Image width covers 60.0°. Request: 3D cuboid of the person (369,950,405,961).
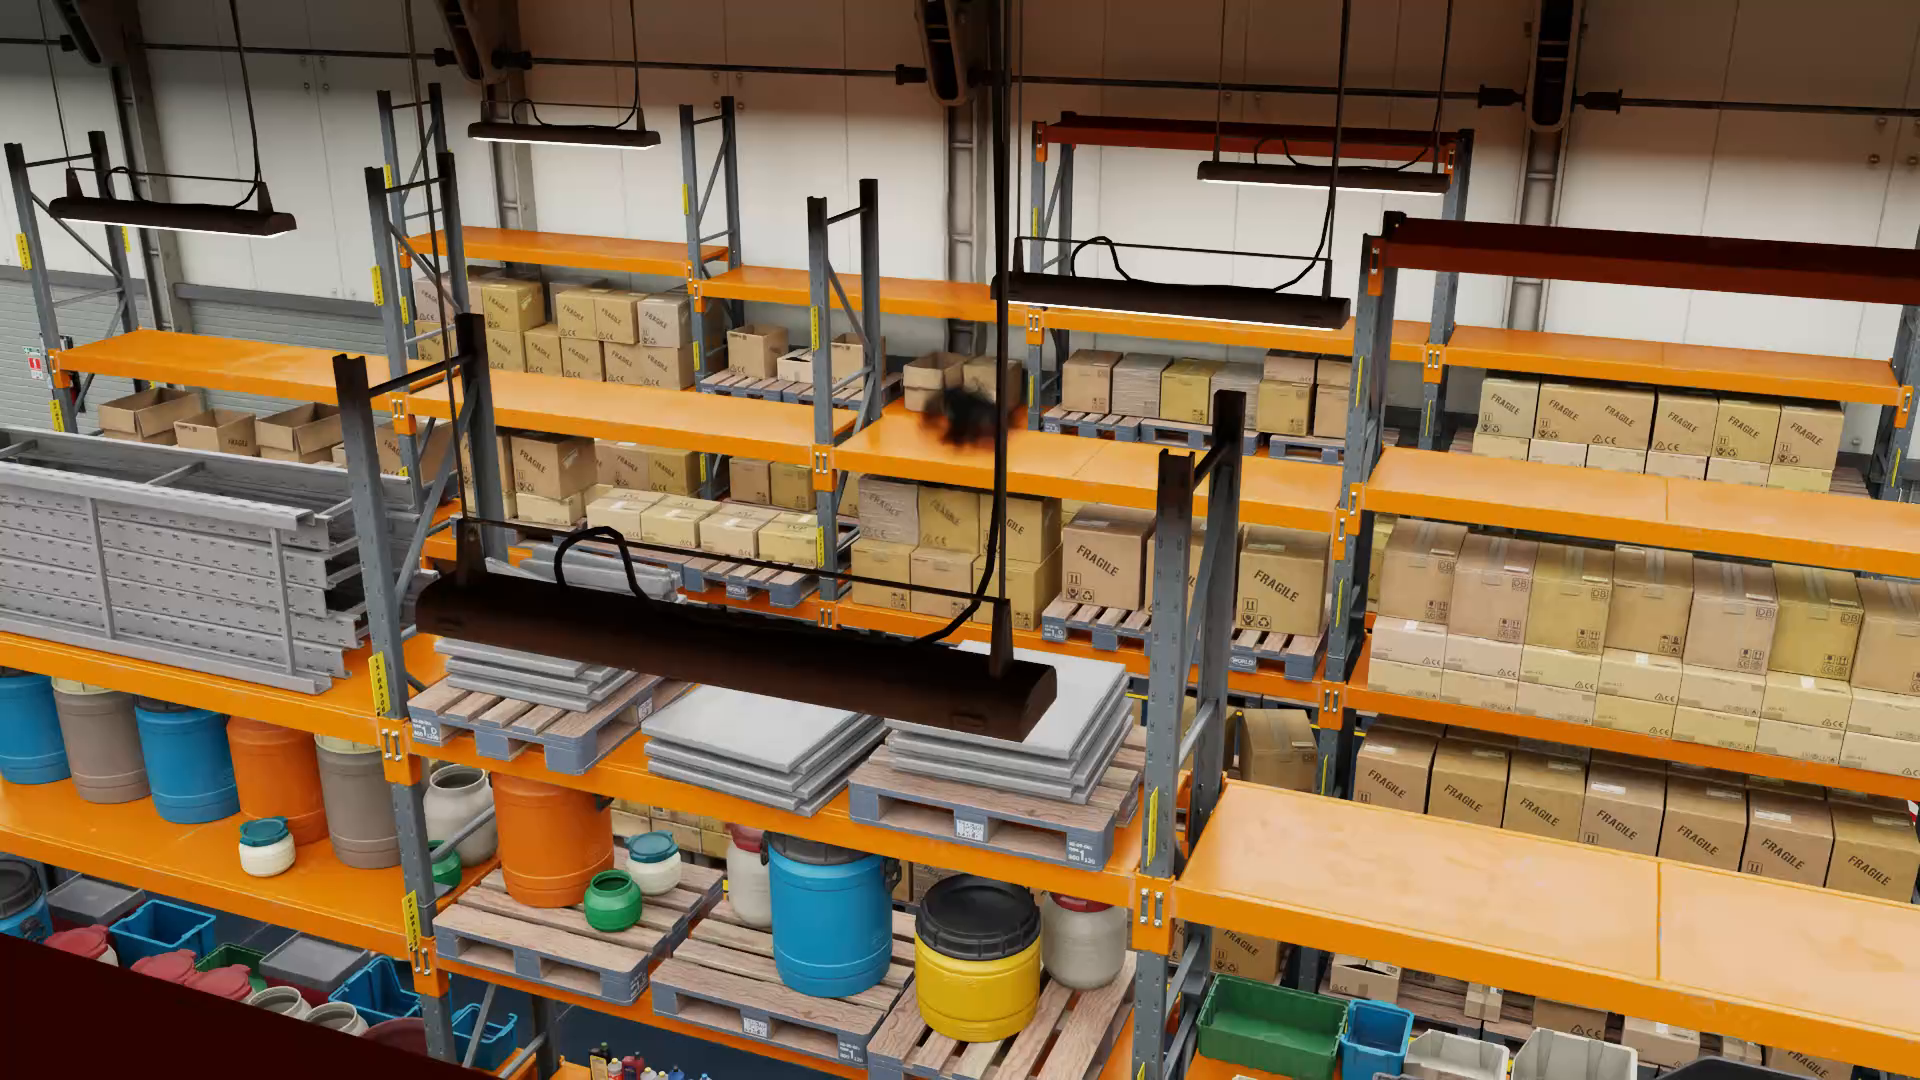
[{"bbox_3d":[-4.657,2.636,13.093,0.720,1.692,0.529,4,21,9],"label":"person"}]
